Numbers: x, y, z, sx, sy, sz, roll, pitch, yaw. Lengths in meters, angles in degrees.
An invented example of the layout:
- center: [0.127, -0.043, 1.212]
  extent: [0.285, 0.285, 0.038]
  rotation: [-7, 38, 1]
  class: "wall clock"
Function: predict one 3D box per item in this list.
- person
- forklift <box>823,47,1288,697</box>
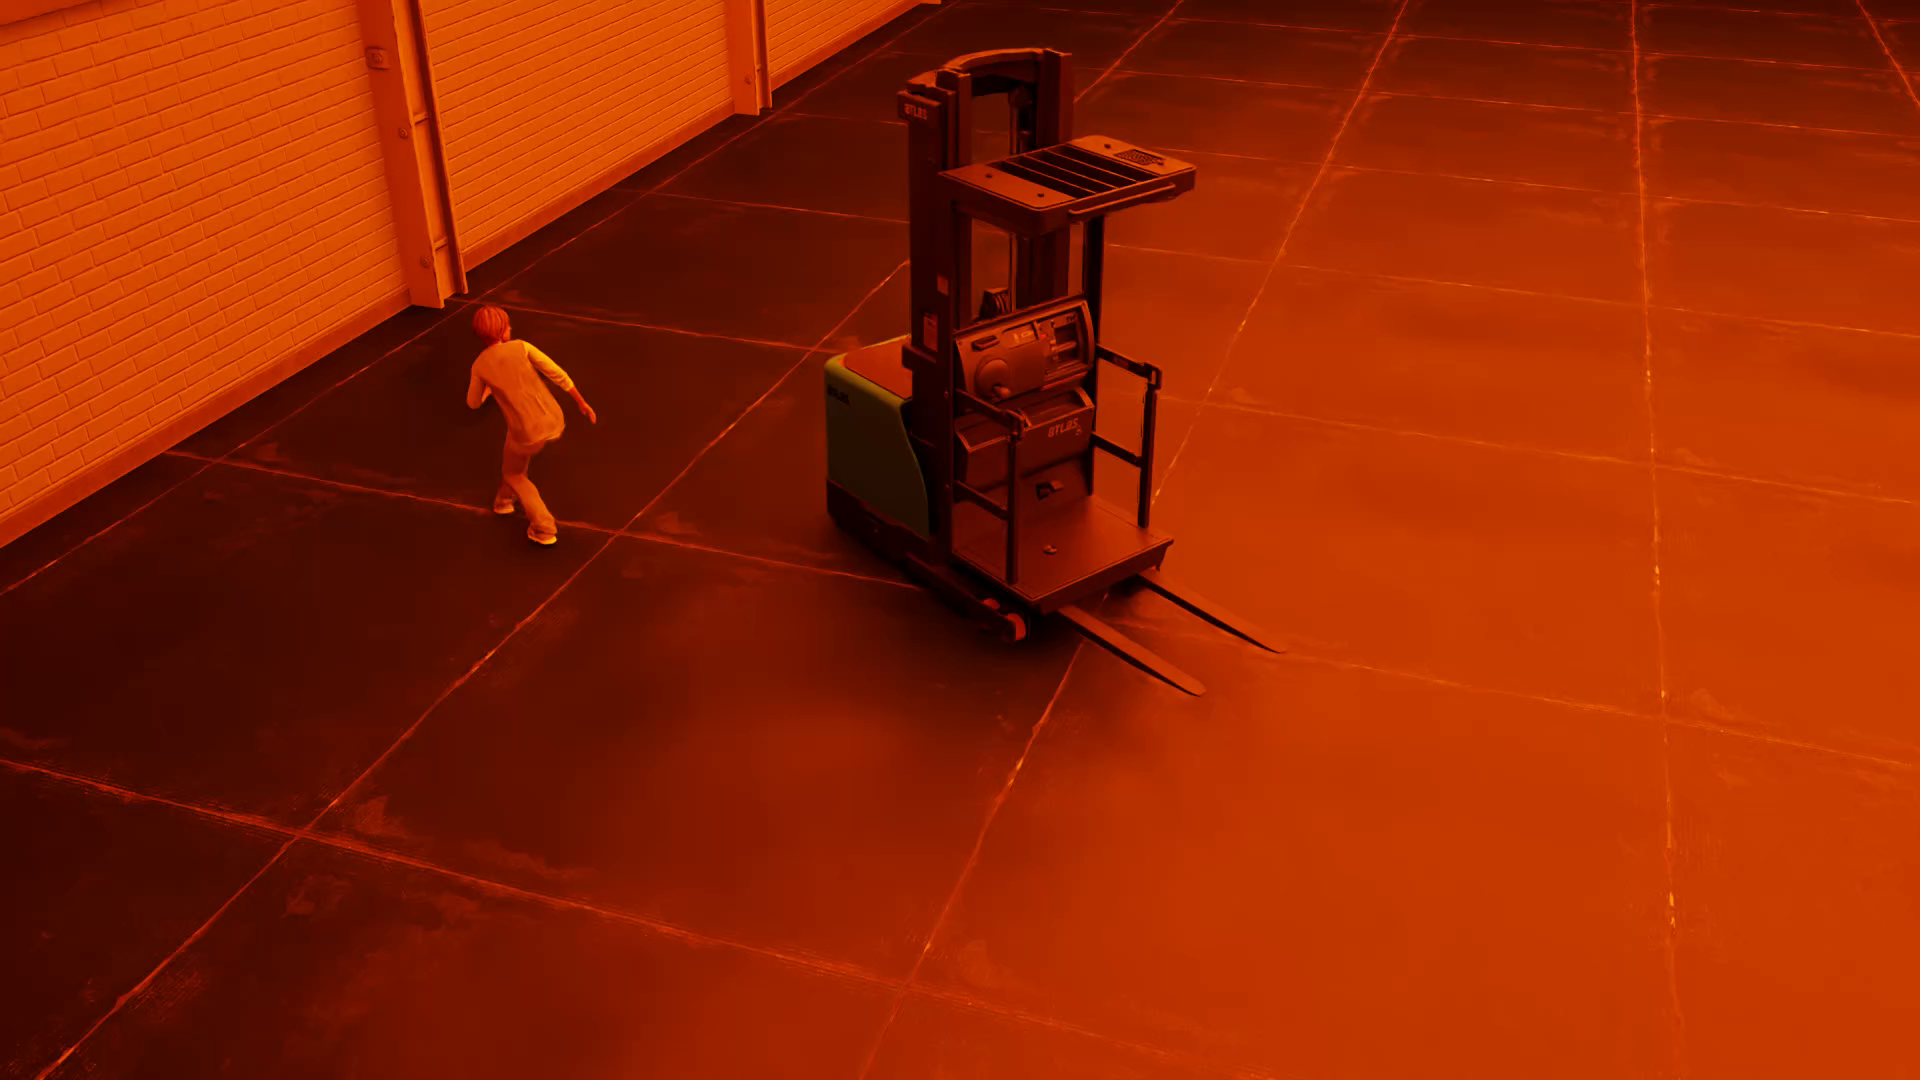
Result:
- center: [-2.595, -0.695, 9.973]
  extent: [0.637, 1.349, 0.714]
  rotation: [-19, 35, -30]
  class: "person"
- center: [0.495, -0.989, 8.871]
  extent: [1.130, 2.935, 3.031]
  rotation: [-22, 36, -33]
  class: "forklift"
